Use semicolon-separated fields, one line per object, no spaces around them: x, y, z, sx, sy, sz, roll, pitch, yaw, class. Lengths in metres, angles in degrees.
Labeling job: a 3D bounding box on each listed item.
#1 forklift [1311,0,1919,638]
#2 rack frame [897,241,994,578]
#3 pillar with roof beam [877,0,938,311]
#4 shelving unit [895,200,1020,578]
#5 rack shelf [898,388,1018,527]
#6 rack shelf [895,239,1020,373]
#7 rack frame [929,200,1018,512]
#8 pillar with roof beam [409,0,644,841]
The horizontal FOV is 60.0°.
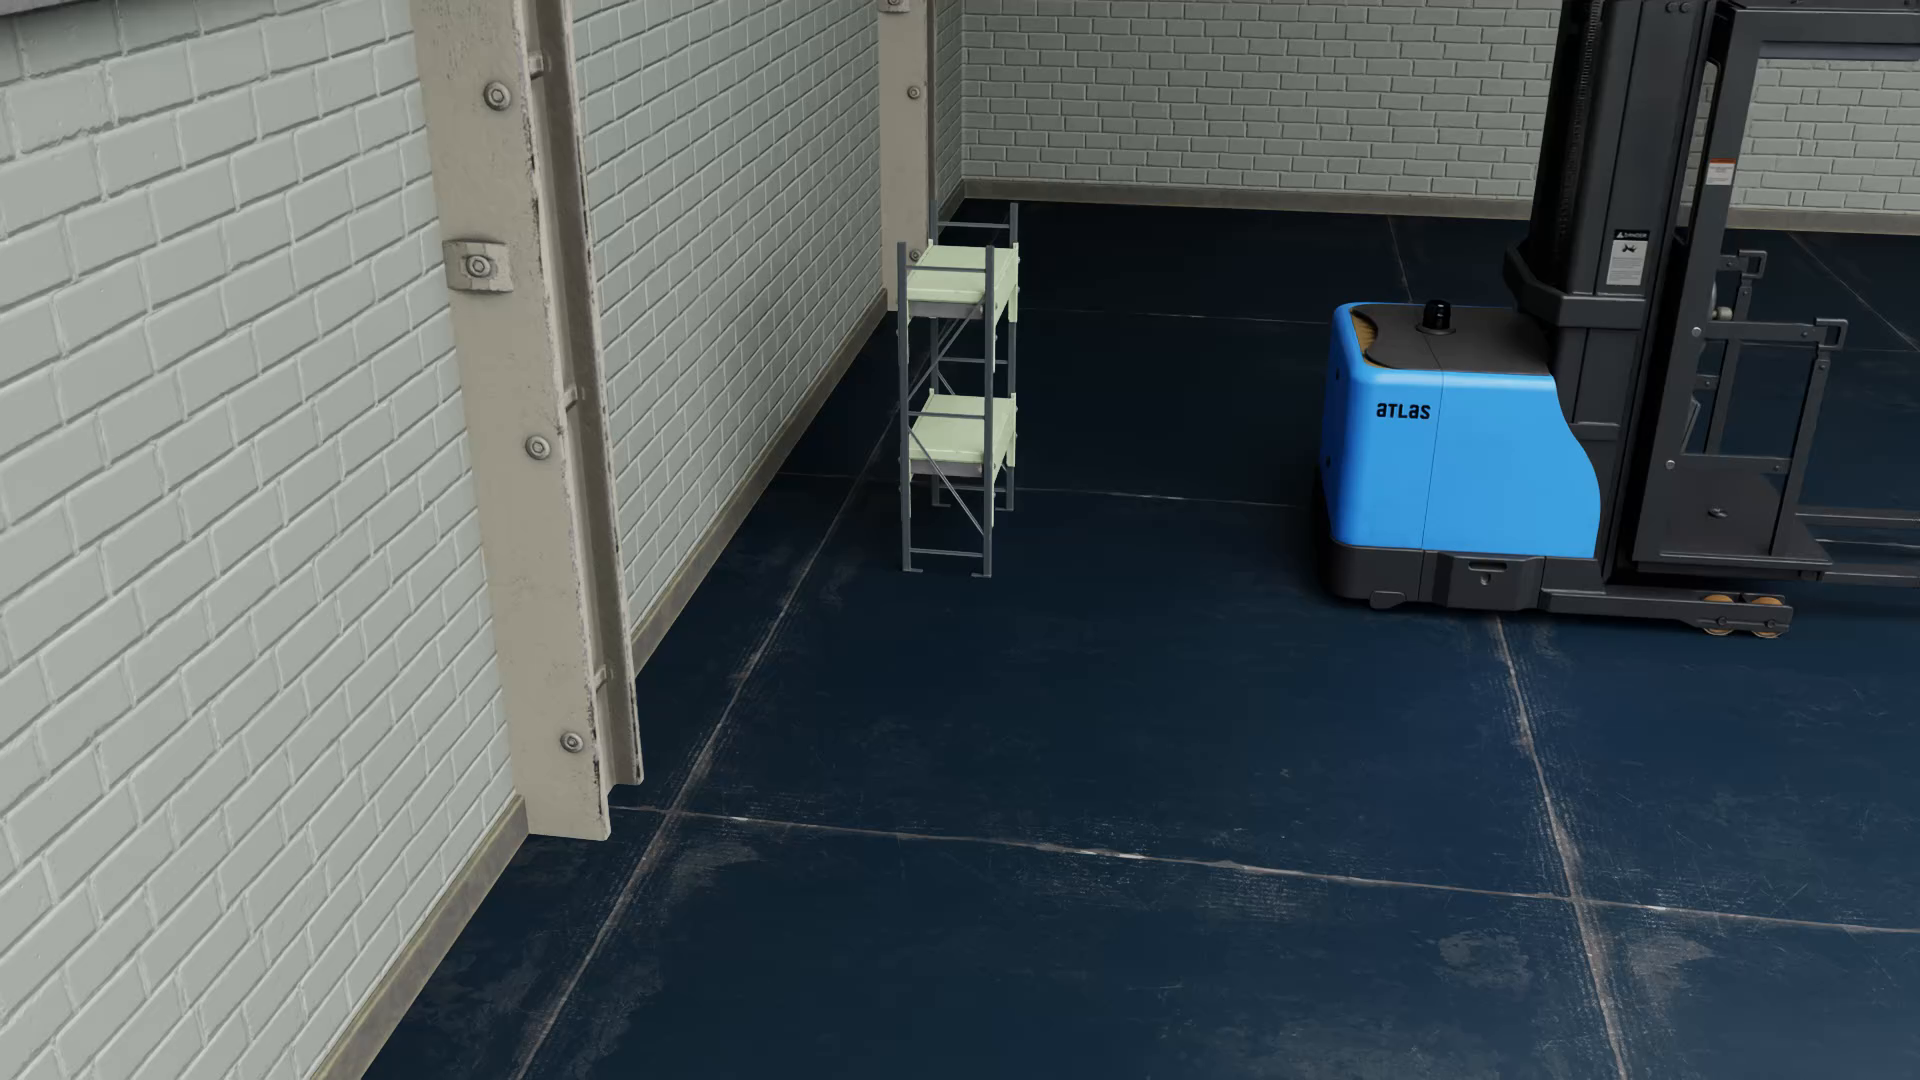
3.123;-1.161;6.773;3.031;2.935;1.130;3;25;6;forklift
-0.059;-0.529;7.111;0.400;1.500;0.023;4;25;9;rack frame
3.917;-5.369;8.606;9.100;9.000;0.400;4;25;9;pillar with roof beam
0.001;-0.682;7.438;0.431;1.500;0.755;4;25;9;shelving unit
0.001;-0.387;7.576;0.431;0.370;0.720;4;25;9;rack shelf
0.001;-1.036;7.273;0.431;0.370;0.720;4;25;9;rack shelf
0.061;-0.835;7.765;0.400;1.500;0.023;4;25;9;rack frame
2.936;-2.860;3.245;9.100;9.000;0.400;4;25;9;pillar with roof beam
